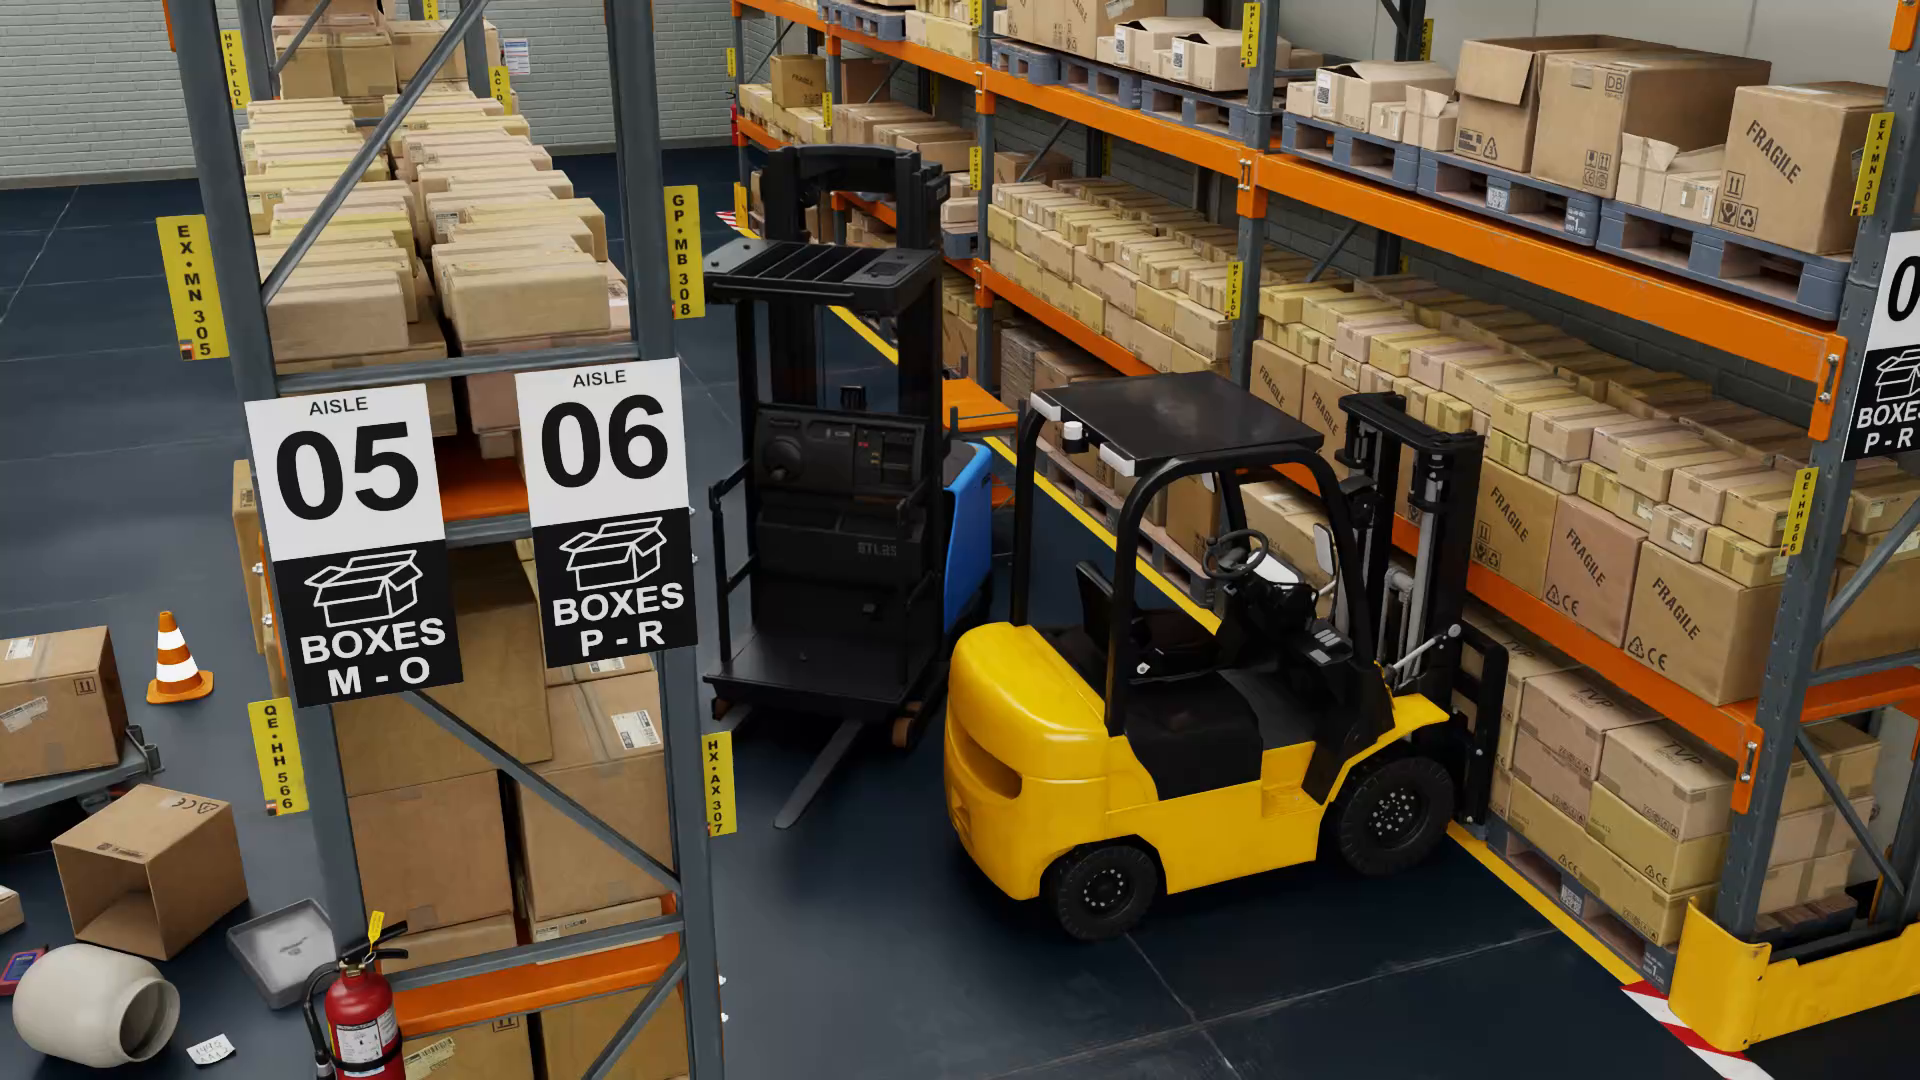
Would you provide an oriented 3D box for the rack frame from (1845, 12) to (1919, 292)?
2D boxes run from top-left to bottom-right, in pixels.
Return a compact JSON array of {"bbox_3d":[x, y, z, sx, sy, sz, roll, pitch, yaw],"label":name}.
[{"bbox_3d":[3.453,-2.288,5.093,1.000,3.000,0.127,-8,24,-19],"label":"rack frame"}]

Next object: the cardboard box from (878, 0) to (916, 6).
[{"bbox_3d":[-0.485,-4.672,14.265,0.380,0.149,0.250,-8,24,-18],"label":"cardboard box"}]

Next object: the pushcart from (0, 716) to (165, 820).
[{"bbox_3d":[-4.717,1.244,7.812,1.648,0.377,0.936,-18,29,-37],"label":"pushcart"}]

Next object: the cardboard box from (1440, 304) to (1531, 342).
[{"bbox_3d":[2.739,-1.111,8.678,0.380,0.149,0.250,-9,24,-20],"label":"cardboard box"}]

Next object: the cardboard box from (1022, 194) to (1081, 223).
[{"bbox_3d":[0.675,-2.433,12.196,0.380,0.149,0.250,-8,24,-18],"label":"cardboard box"}]

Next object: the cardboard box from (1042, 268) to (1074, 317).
[{"bbox_3d":[0.917,-1.797,11.845,0.500,0.250,0.500,-9,25,-21],"label":"cardboard box"}]

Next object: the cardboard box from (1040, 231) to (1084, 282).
[{"bbox_3d":[0.899,-2.022,11.736,0.500,0.250,0.500,-9,24,-20],"label":"cardboard box"}]

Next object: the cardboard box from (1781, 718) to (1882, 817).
[{"bbox_3d":[3.461,0.888,6.993,0.500,0.250,0.500,-9,24,-20],"label":"cardboard box"}]

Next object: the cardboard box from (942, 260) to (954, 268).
[{"bbox_3d":[-0.226,-2.402,14.929,0.380,0.149,0.250,-10,25,-22],"label":"cardboard box"}]

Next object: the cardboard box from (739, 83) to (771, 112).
[{"bbox_3d":[-2.291,-5.204,19.544,0.500,0.250,0.500,-8,24,-19],"label":"cardboard box"}]

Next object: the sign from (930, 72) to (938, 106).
[{"bbox_3d":[-0.268,-4.495,16.562,0.100,0.325,0.005,-8,24,-19],"label":"sign"}]

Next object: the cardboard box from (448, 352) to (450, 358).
[{"bbox_3d":[-1.448,-0.640,5.367,0.380,0.149,0.250,-9,25,-21],"label":"cardboard box"}]

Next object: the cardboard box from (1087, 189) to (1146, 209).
[{"bbox_3d":[1.163,-2.503,12.363,0.380,0.149,0.250,-8,24,-19],"label":"cardboard box"}]

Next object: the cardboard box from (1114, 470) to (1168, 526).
[{"bbox_3d":[1.579,-0.548,11.204,0.875,0.625,0.625,-9,24,-20],"label":"cardboard box"}]

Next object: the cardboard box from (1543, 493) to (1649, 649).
[{"bbox_3d":[2.859,0.097,7.028,0.500,0.500,0.500,-8,24,-17],"label":"cardboard box"}]

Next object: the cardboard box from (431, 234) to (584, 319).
[{"bbox_3d":[-1.227,-0.722,4.536,0.380,0.149,0.250,-8,24,-19],"label":"cardboard box"}]

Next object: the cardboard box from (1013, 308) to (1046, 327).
[{"bbox_3d":[0.741,-1.664,14.014,0.500,0.500,0.500,-7,24,-17],"label":"cardboard box"}]

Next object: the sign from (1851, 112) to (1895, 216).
[{"bbox_3d":[2.941,-1.208,5.355,0.100,0.325,0.005,-8,24,-19],"label":"sign"}]

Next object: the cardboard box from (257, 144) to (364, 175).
[{"bbox_3d":[-2.285,-1.304,5.916,0.380,0.149,0.250,-9,24,-20],"label":"cardboard box"}]

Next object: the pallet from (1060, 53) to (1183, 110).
[{"bbox_3d":[1.348,-3.086,11.090,1.003,0.211,1.213,-7,24,-17],"label":"pallet"}]

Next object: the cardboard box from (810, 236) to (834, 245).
[{"bbox_3d":[-1.384,-3.110,17.745,0.396,0.266,0.258,-7,24,-17],"label":"cardboard box"}]

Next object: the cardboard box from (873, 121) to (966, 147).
[{"bbox_3d":[-0.364,-3.444,14.889,0.700,0.500,0.500,-8,24,-19],"label":"cardboard box"}]

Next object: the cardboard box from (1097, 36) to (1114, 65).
[{"bbox_3d":[1.095,-3.121,10.586,0.380,0.149,0.250,-9,24,-20],"label":"cardboard box"}]

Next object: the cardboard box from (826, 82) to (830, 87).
[{"bbox_3d":[-1.788,-5.275,19.713,0.500,0.250,0.500,-8,24,-17],"label":"cardboard box"}]

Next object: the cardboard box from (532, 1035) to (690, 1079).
[{"bbox_3d":[-1.215,1.901,5.877,0.500,0.250,0.500,-9,24,-19],"label":"cardboard box"}]

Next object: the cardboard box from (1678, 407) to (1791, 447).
[{"bbox_3d":[3.294,-0.443,7.092,0.380,0.149,0.250,-8,24,-19],"label":"cardboard box"}]

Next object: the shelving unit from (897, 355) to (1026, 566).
[{"bbox_3d":[-0.002,-0.521,11.037,0.538,1.125,1.048,-8,24,-19],"label":"shelving unit"}]

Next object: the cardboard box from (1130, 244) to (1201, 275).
[{"bbox_3d":[1.316,-1.785,10.658,0.380,0.149,0.250,-9,24,-20],"label":"cardboard box"}]

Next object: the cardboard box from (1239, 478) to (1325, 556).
[{"bbox_3d":[1.918,-0.146,9.446,0.500,0.250,0.500,-9,24,-20],"label":"cardboard box"}]

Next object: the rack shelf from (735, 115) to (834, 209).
[{"bbox_3d":[-1.492,-4.279,18.467,1.077,0.370,4.000,-8,24,-19],"label":"rack shelf"}]

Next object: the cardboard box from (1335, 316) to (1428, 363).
[{"bbox_3d":[2.146,-1.021,8.464,0.380,0.149,0.250,-8,24,-18],"label":"cardboard box"}]

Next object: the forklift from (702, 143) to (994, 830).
[{"bbox_3d":[-0.693,-0.432,8.501,1.130,2.935,3.031,6,24,15],"label":"forklift"}]

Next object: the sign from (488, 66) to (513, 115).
[{"bbox_3d":[-2.097,-1.993,7.588,0.100,0.325,0.005,-8,24,-19],"label":"sign"}]

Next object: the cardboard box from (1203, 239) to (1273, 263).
[{"bbox_3d":[1.810,-1.859,10.834,0.380,0.149,0.250,-8,24,-19],"label":"cardboard box"}]

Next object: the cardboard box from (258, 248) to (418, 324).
[{"bbox_3d":[-1.640,-0.657,4.381,0.380,0.149,0.250,-8,24,-18],"label":"cardboard box"}]

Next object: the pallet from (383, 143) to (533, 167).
[{"bbox_3d":[-2.720,-1.830,8.108,1.213,0.211,1.003,-8,24,-19],"label":"pallet"}]

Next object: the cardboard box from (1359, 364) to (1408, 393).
[{"bbox_3d":[2.227,-0.790,8.299,0.380,0.149,0.250,-9,24,-20],"label":"cardboard box"}]

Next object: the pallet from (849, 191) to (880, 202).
[{"bbox_3d":[-0.606,-3.490,15.916,1.003,0.211,1.213,-8,24,-19],"label":"pallet"}]

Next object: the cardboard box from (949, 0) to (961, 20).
[{"bbox_3d":[0.135,-4.219,13.216,0.380,0.149,0.250,-8,24,-18],"label":"cardboard box"}]

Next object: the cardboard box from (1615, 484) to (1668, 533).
[{"bbox_3d":[2.916,-0.148,6.775,0.380,0.149,0.250,-8,24,-18],"label":"cardboard box"}]

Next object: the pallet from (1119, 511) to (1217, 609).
[{"bbox_3d":[1.744,0.045,10.871,1.003,0.211,1.213,-8,24,-19],"label":"pallet"}]

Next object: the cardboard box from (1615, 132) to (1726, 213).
[{"bbox_3d":[2.787,-1.435,6.435,0.396,0.266,0.258,-8,24,-19],"label":"cardboard box"}]

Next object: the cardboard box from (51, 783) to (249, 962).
[{"bbox_3d":[-3.496,1.432,7.206,0.500,0.500,0.500,8,24,18],"label":"cardboard box"}]

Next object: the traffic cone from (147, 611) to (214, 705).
[{"bbox_3d":[-4.350,0.616,9.194,0.336,0.463,0.334,-8,24,-19],"label":"traffic cone"}]

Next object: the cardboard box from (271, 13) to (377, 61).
[{"bbox_3d":[-3.307,-2.593,8.686,0.500,0.250,0.500,-8,24,-18],"label":"cardboard box"}]

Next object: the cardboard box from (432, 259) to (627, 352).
[{"bbox_3d":[-1.286,-0.695,4.986,0.500,0.250,0.500,-9,24,-20],"label":"cardboard box"}]

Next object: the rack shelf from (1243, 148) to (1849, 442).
[{"bbox_3d":[2.747,-1.301,7.540,1.077,0.370,4.000,-8,24,-19],"label":"rack shelf"}]

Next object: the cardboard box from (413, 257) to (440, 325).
[{"bbox_3d":[-1.786,-0.626,4.820,0.500,0.250,0.500,-9,24,-20],"label":"cardboard box"}]

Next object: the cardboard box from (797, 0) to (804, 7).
[{"bbox_3d":[-1.442,-5.519,16.943,0.380,0.149,0.250,-8,24,-19],"label":"cardboard box"}]

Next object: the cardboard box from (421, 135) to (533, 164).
[{"bbox_3d":[-1.764,-1.381,6.100,0.380,0.149,0.250,-8,24,-18],"label":"cardboard box"}]

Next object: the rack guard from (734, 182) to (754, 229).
[{"bbox_3d":[-2.172,-4.158,20.472,1.175,0.500,0.348,-8,24,-19],"label":"rack guard"}]

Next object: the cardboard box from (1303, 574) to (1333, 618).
[{"bbox_3d":[2.102,0.267,9.111,0.500,0.250,0.500,-8,24,-19],"label":"cardboard box"}]

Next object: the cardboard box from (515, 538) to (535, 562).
[{"bbox_3d":[-1.651,0.209,6.381,0.500,0.500,0.500,-9,24,-20],"label":"cardboard box"}]

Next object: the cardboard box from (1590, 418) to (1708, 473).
[{"bbox_3d":[2.877,-0.385,6.953,0.380,0.149,0.250,-8,24,-19],"label":"cardboard box"}]
